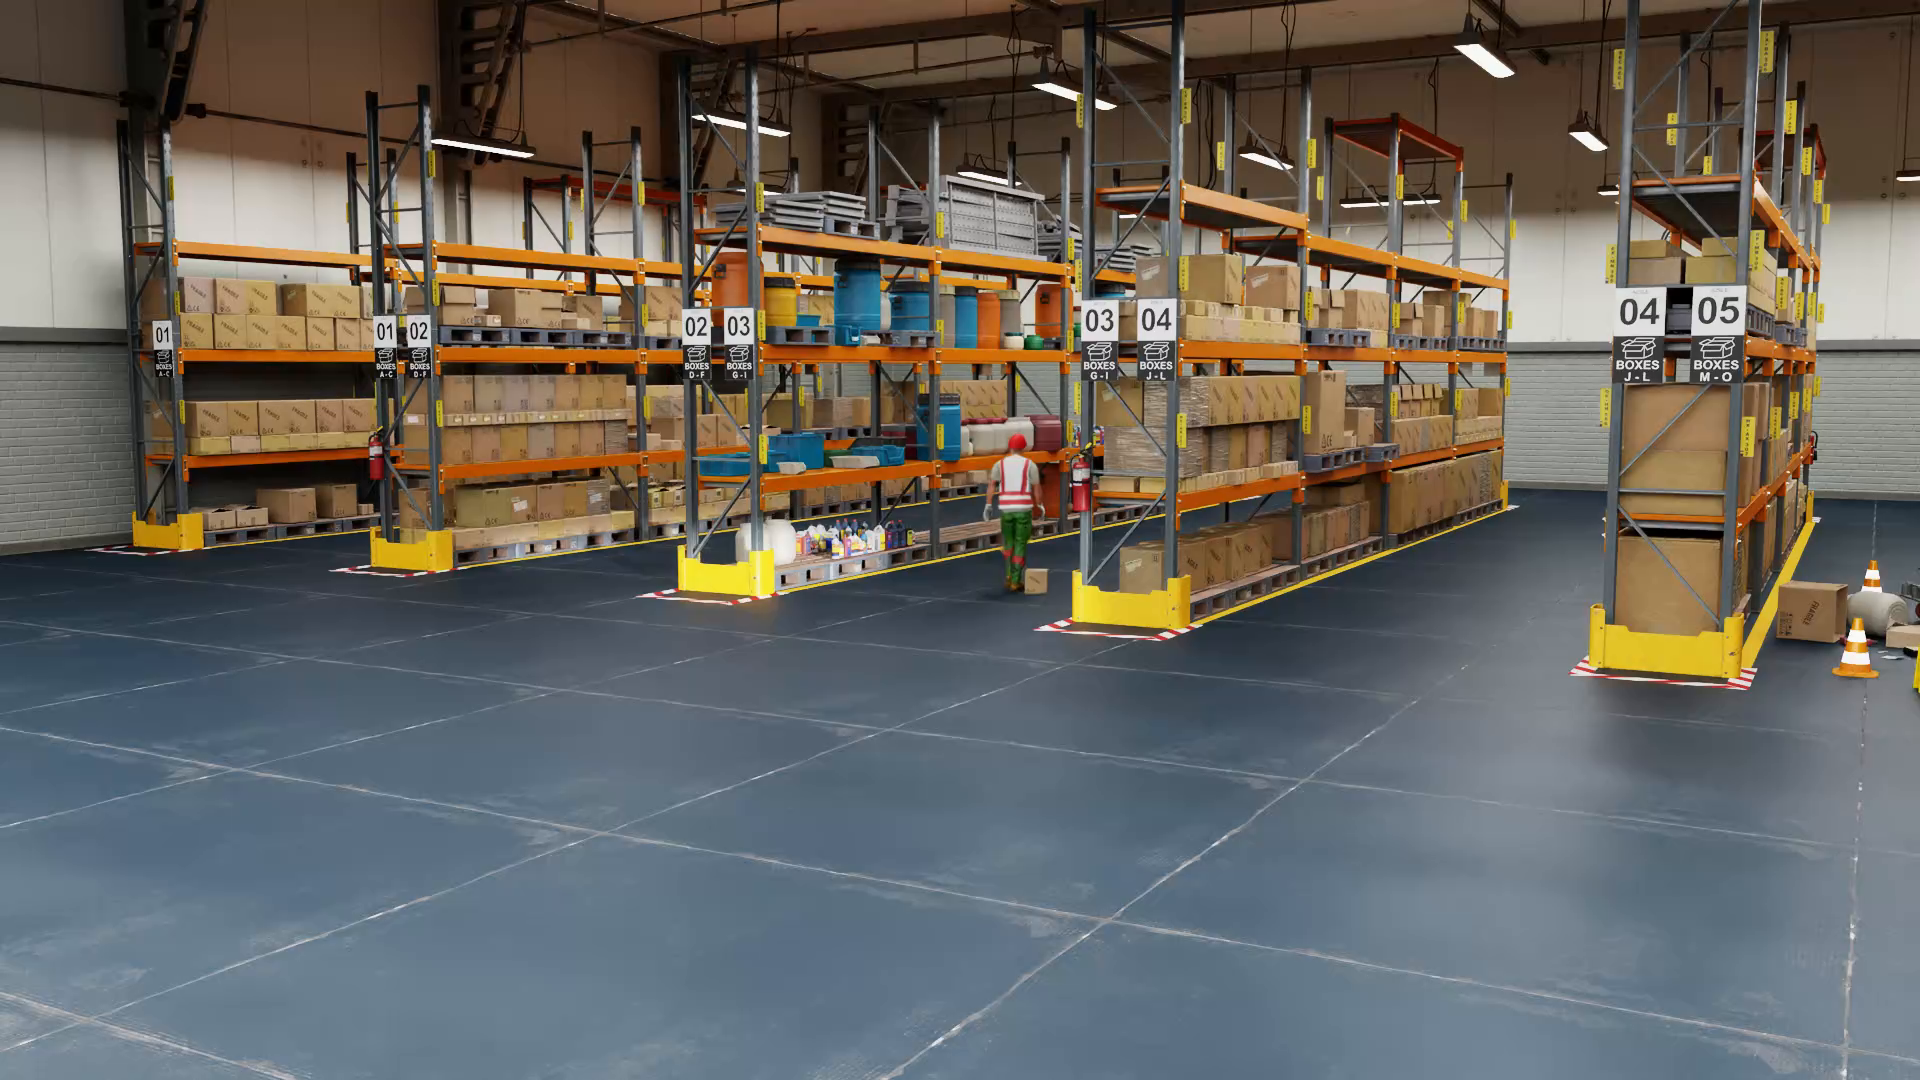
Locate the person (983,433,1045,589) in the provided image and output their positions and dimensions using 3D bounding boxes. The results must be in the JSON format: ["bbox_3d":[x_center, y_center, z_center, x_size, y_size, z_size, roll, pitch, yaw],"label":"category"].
[{"bbox_3d":[0.617,-0.311,19.165,0.652,1.833,0.601,2,6,16],"label":"person"}]
